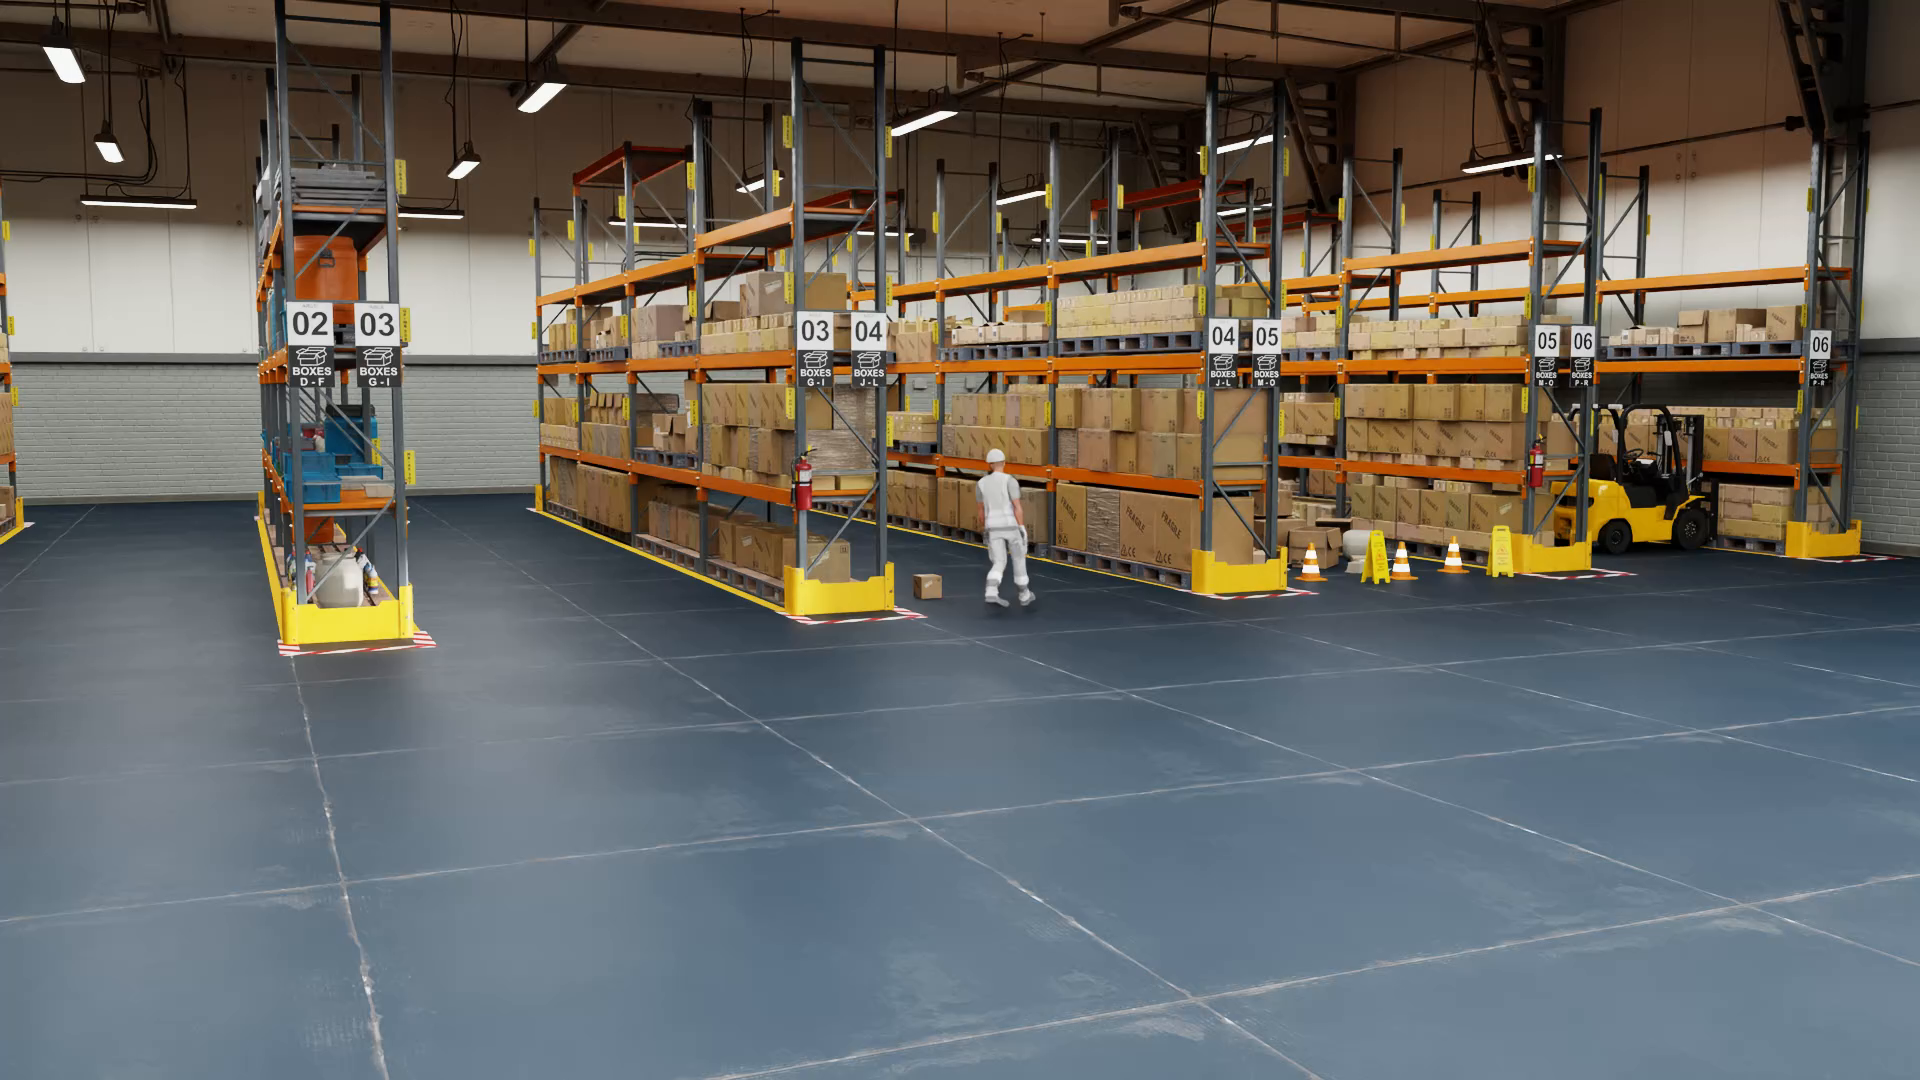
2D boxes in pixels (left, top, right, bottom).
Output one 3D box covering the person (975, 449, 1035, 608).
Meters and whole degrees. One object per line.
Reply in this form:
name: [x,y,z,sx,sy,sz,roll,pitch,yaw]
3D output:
person: [0.474,-0.119,18.052,0.628,1.734,1.024,2,6,20]
